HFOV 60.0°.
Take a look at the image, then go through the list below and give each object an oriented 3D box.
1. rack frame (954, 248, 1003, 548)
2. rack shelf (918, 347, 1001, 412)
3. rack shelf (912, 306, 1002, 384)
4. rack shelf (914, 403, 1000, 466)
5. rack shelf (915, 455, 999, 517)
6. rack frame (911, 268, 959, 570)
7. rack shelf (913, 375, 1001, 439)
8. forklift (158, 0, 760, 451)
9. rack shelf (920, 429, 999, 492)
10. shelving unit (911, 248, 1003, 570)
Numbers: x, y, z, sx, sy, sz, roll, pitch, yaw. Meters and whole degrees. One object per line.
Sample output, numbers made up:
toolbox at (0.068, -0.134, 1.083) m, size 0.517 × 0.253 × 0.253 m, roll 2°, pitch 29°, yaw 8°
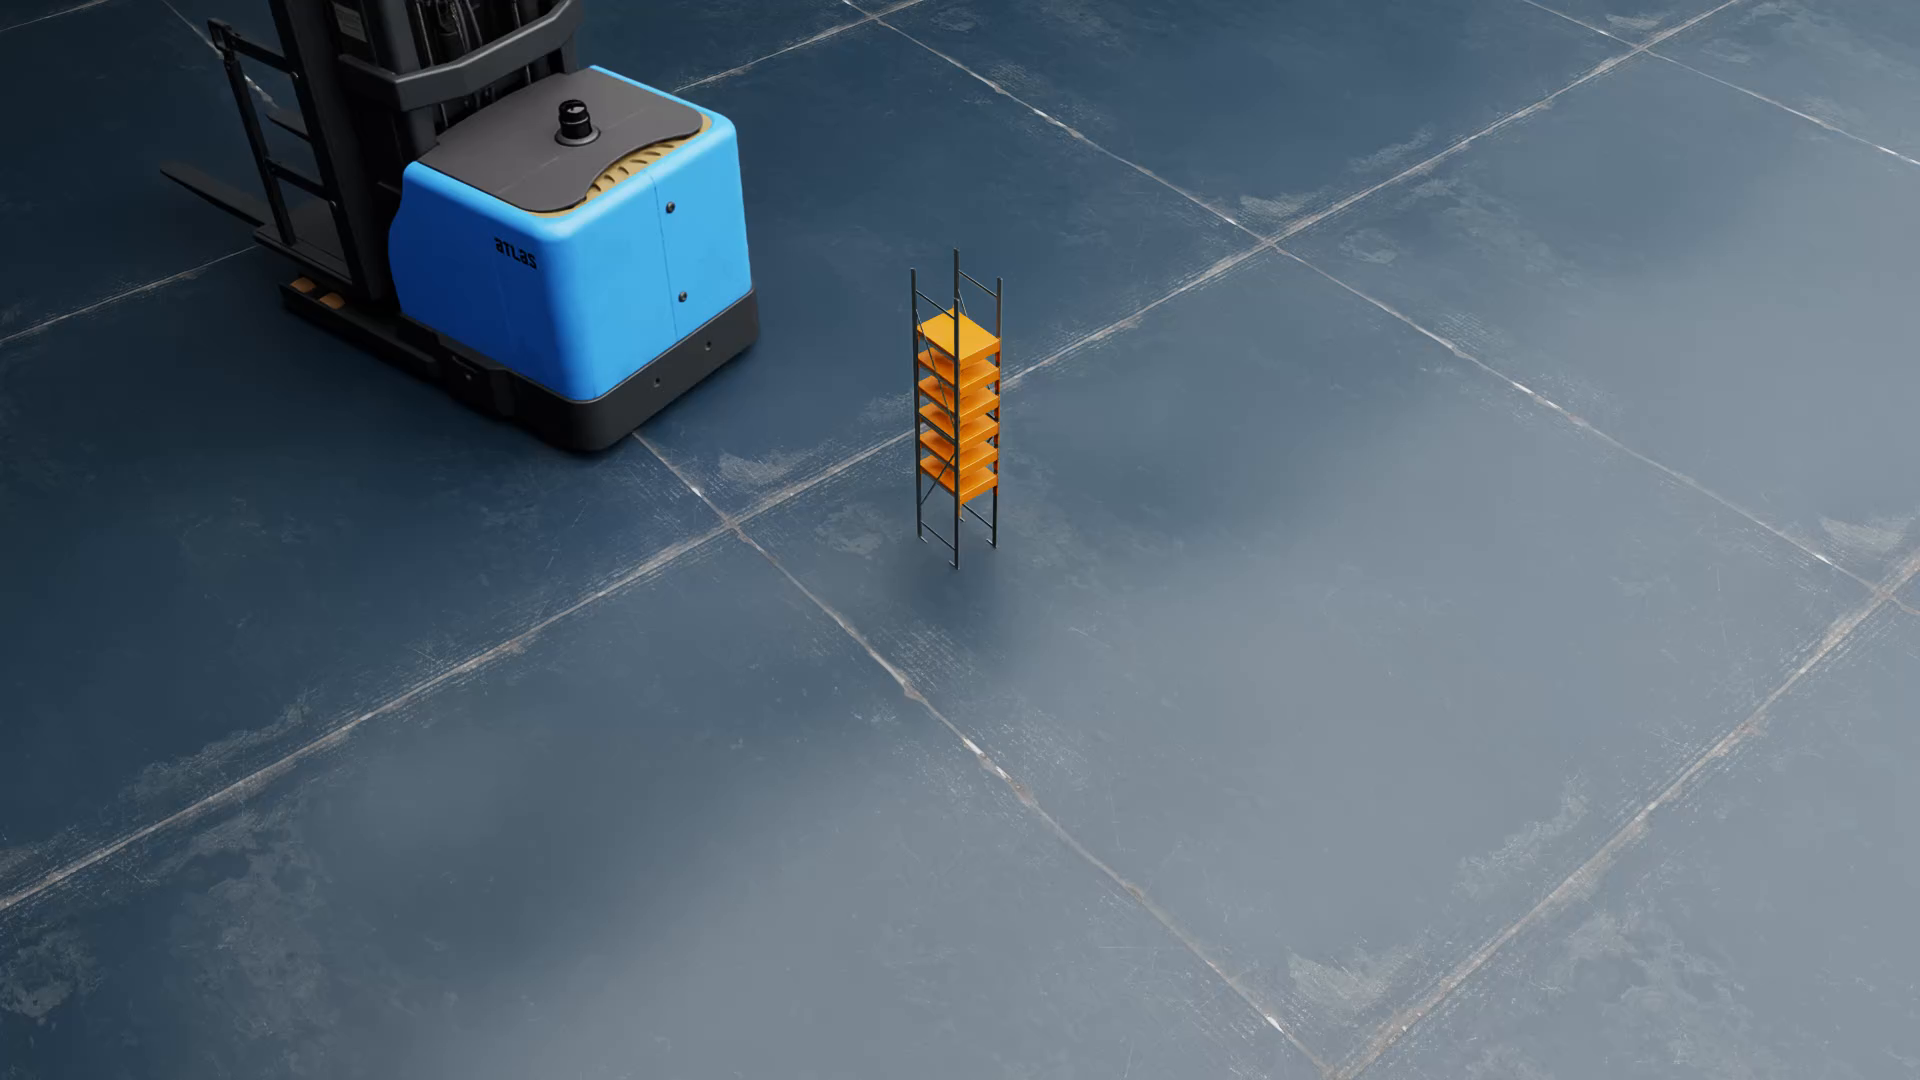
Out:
rack frame at (0.059, -0.471, 5.875) m, size 0.006 × 1.200 × 0.240 m, roll -30°, pitch 51°, yaw -28°
rack shelf at (-0.011, -0.574, 5.699) m, size 0.180 × 0.103 × 0.258 m, roll -30°, pitch 51°, yaw -28°
rack shelf at (-0.011, -0.661, 5.616) m, size 0.180 × 0.103 × 0.258 m, roll -30°, pitch 51°, yaw -28°
rack shelf at (-0.011, -0.399, 5.863) m, size 0.180 × 0.103 × 0.258 m, roll -30°, pitch 51°, yaw -28°
rack shelf at (-0.011, -0.224, 6.027) m, size 0.180 × 0.103 × 0.258 m, roll -30°, pitch 51°, yaw -28°
rack frame at (-0.081, -0.391, 5.790) m, size 0.006 × 1.200 × 0.240 m, roll -30°, pitch 51°, yaw -28°
rack shelf at (-0.011, -0.486, 5.781) m, size 0.180 × 0.103 × 0.258 m, roll -30°, pitch 51°, yaw -28°
forklift at (-2.342, -2.236, 6.489) m, size 3.031 × 2.935 × 1.130 m, roll 26°, pitch 49°, yaw 25°
rack shelf at (-0.011, -0.311, 5.945) m, size 0.180 × 0.103 × 0.258 m, roll -30°, pitch 51°, yaw -28°
shelving unit at (-0.011, -0.431, 5.832) m, size 0.189 × 1.200 × 0.258 m, roll -30°, pitch 51°, yaw -28°
